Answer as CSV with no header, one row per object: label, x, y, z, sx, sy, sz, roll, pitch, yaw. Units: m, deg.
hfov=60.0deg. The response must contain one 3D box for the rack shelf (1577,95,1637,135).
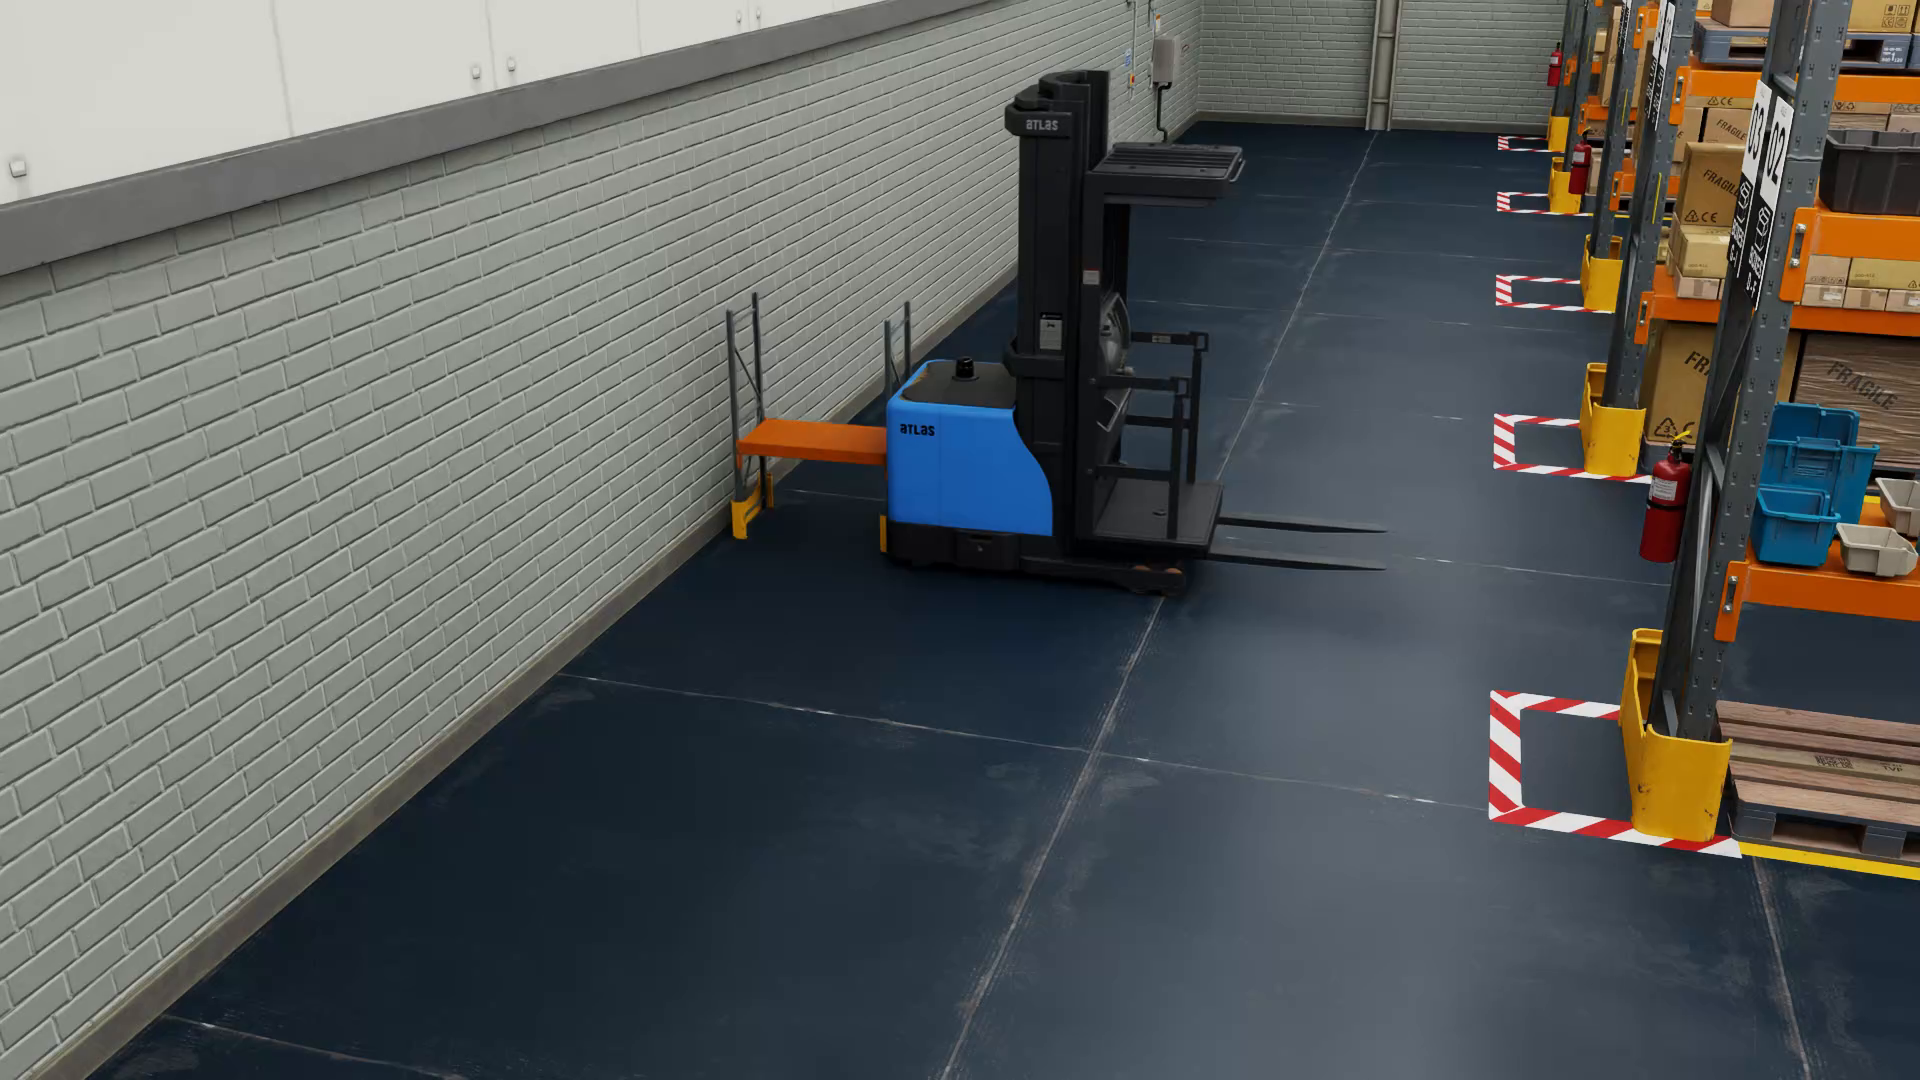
rack shelf,9.618,-5.105,20.210,4.000,0.370,1.077,7,23,16

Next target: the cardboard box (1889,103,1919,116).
cardboard box,8.689,-4.125,15.031,0.500,0.500,0.500,7,23,17

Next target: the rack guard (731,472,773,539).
rack guard,-1.372,-0.232,11.007,0.087,0.250,0.587,5,23,13

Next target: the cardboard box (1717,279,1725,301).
cardboard box,5.331,-1.754,11.424,0.250,0.149,0.380,6,23,15

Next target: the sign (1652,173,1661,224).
sign,4.675,-2.292,11.161,0.005,0.325,0.100,7,23,16

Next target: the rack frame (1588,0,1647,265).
rack frame,6.370,-3.847,16.197,0.127,3.000,1.000,7,23,16

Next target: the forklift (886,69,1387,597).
forklift,1.114,-1.240,9.930,3.031,2.935,1.130,5,23,13

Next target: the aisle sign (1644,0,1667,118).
aisle sign,4.858,-3.376,11.622,0.004,0.787,0.394,7,23,16

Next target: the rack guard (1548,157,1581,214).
rack guard,7.680,-4.503,21.089,0.348,0.500,1.175,7,23,16

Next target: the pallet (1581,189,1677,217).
pallet,8.491,-4.307,20.993,1.213,0.211,1.003,7,23,16

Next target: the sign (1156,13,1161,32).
sign,2.830,-7.398,23.766,0.001,0.242,0.339,7,23,16

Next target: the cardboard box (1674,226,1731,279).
cardboard box,5.222,-1.974,11.435,0.500,0.250,0.500,6,23,14

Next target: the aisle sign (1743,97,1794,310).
aisle sign,3.255,-1.359,6.706,0.004,0.787,0.394,7,23,16

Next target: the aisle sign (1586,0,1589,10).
aisle sign,7.551,-6.762,19.877,0.004,0.787,0.394,7,23,16

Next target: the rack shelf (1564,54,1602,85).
rack shelf,11.048,-6.909,24.608,4.000,0.370,1.077,7,23,16

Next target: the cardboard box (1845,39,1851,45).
cardboard box,10.518,-5.737,19.355,0.500,0.500,0.500,6,23,15

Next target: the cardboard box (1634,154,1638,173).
cardboard box,6.586,-3.576,15.868,0.250,0.149,0.380,6,23,15

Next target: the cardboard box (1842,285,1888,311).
cardboard box,6.070,-1.669,11.218,0.250,0.149,0.380,6,23,14

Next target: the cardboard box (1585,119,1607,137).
cardboard box,9.692,-6.399,25.153,0.637,0.503,0.797,6,23,13

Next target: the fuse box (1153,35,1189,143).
fuse box,3.045,-6.418,24.161,0.414,1.711,0.539,7,23,16

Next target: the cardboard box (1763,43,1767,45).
cardboard box,7.866,-4.425,15.763,0.500,0.500,0.500,8,24,18

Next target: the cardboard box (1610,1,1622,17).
cardboard box,8.105,-6.499,20.358,0.250,0.149,0.380,7,23,16

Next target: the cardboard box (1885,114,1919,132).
cardboard box,8.682,-3.655,15.205,0.500,0.500,0.500,6,23,15

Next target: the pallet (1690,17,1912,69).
pallet,5.554,-3.326,11.089,1.213,0.211,1.003,7,23,15

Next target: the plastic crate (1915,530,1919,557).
plastic crate,4.182,0.012,6.930,0.300,0.233,0.416,7,23,16

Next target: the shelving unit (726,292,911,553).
shelving unit,-0.888,-0.766,10.660,1.083,1.500,0.587,5,23,13

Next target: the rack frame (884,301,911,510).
rack frame,-0.385,-0.719,10.547,0.032,1.500,0.500,5,23,13

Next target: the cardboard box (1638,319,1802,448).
cardboard box,5.477,-1.226,12.054,0.875,0.875,0.875,7,23,16

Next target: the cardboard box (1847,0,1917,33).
cardboard box,5.858,-3.588,10.795,0.500,0.500,0.700,6,23,14

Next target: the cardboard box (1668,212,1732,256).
cardboard box,5.381,-2.168,11.908,0.500,0.250,0.500,6,23,15

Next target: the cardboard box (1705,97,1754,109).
cardboard box,7.208,-4.295,15.447,0.500,0.500,0.500,7,23,17

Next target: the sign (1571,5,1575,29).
sign,8.977,-7.664,24.361,0.005,0.325,0.100,7,23,16

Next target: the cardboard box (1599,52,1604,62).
cardboard box,9.626,-7.198,24.696,0.250,0.149,0.380,7,23,17

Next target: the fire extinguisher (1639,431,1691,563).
fire extinguisher,3.397,-0.230,7.972,0.183,0.674,0.296,7,23,16

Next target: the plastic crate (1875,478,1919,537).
plastic crate,4.243,-0.139,7.424,0.243,0.136,0.396,7,23,16

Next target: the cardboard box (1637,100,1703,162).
cardboard box,6.720,-3.882,15.757,0.500,0.500,0.500,8,24,18

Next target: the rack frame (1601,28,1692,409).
rack frame,4.841,-2.056,11.831,0.127,3.000,1.000,7,23,16

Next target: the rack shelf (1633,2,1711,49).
rack shelf,8.285,-4.683,15.230,4.000,0.370,1.077,7,23,16

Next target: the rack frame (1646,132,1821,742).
rack frame,3.410,-0.257,7.443,0.127,3.000,1.000,7,23,16

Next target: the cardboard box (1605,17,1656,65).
cardboard box,8.081,-6.010,20.019,0.500,0.500,0.500,6,23,14

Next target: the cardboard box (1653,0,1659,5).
cardboard box,6.882,-5.212,15.769,0.500,0.250,0.500,6,23,14

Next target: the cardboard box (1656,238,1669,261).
cardboard box,6.774,-2.817,16.104,0.250,0.149,0.380,5,23,13
